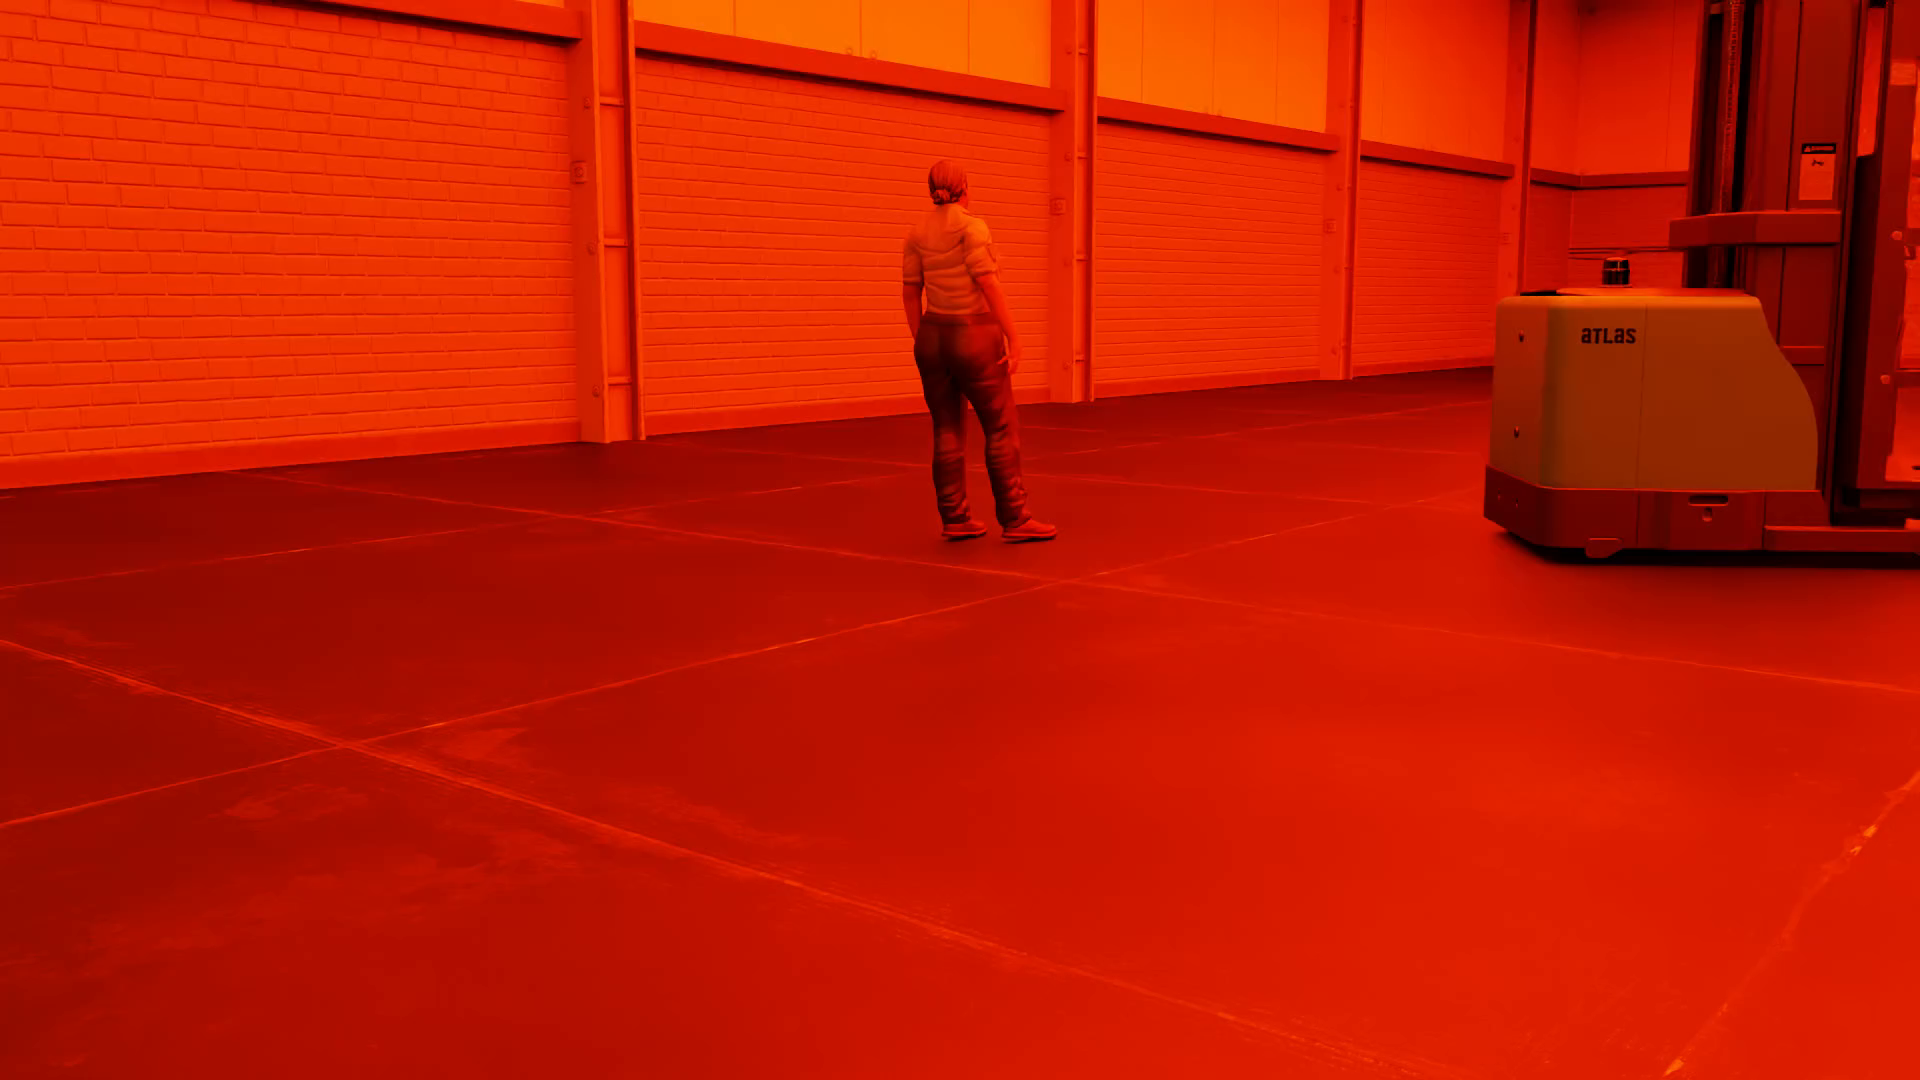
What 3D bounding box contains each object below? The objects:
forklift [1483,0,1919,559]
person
[{"bbox_3d":[3.883,-1.408,6.901,3.031,2.935,1.130,1,8,4],"label":"forklift"},{"bbox_3d":[0.074,-0.825,7.340,0.599,1.640,0.503,7,11,38],"label":"person"}]
